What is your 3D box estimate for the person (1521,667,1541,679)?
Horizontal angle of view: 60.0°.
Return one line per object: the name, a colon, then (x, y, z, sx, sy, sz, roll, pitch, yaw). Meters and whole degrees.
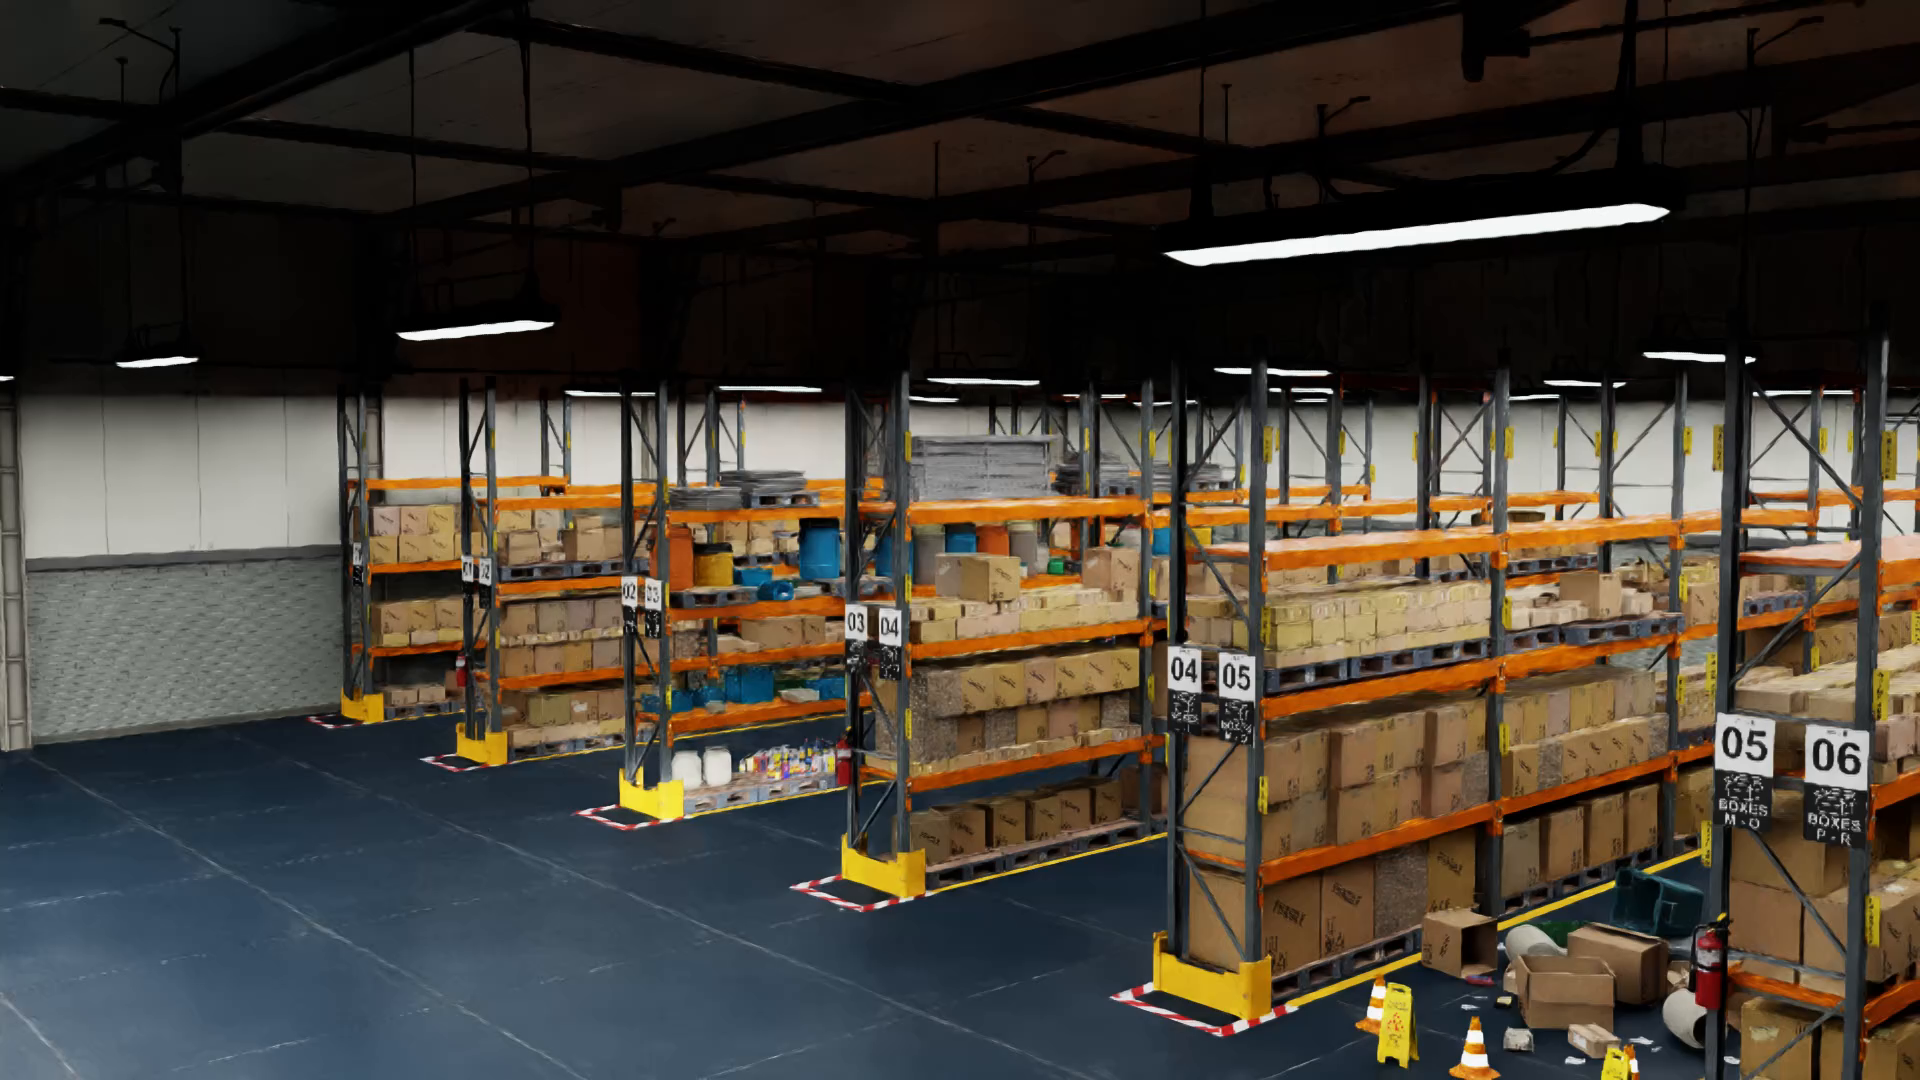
person: (8.749, 2.651, 25.277, 0.574, 1.725, 0.677, -4, 5, -44)
